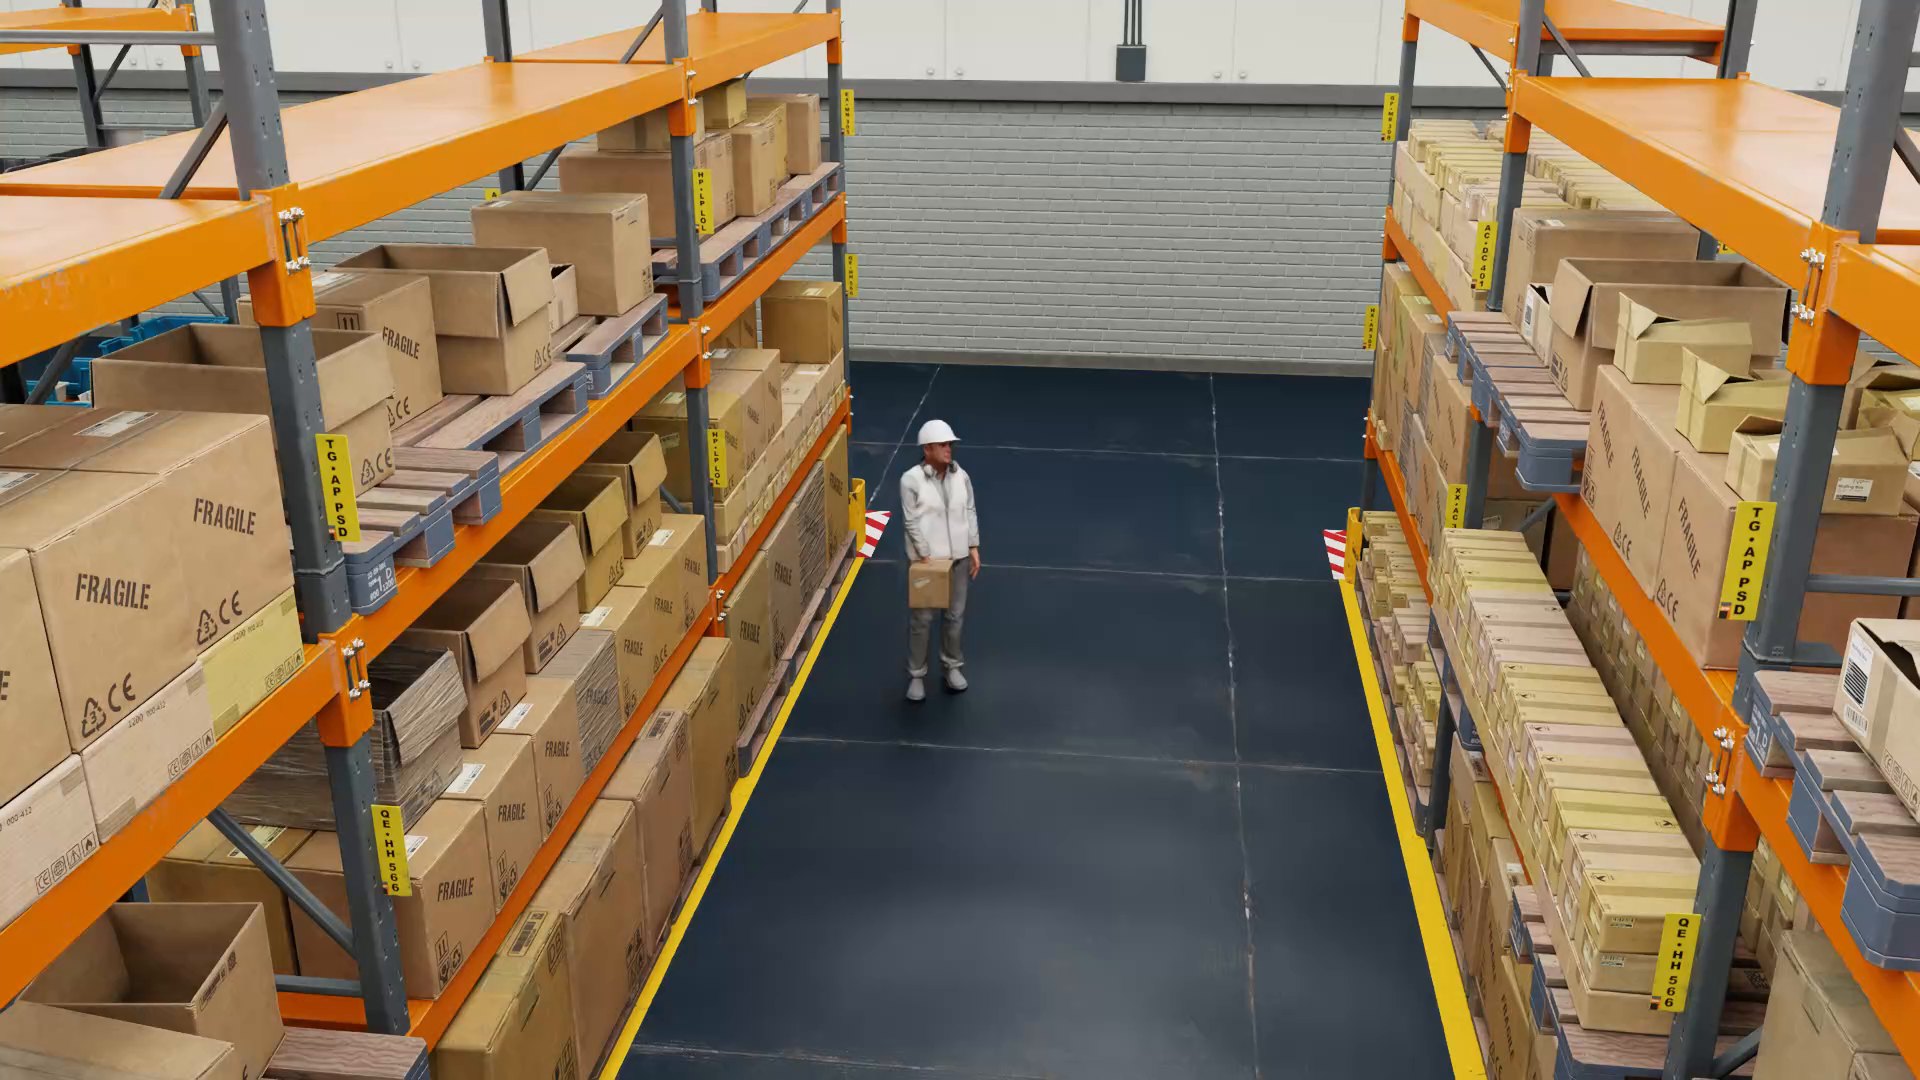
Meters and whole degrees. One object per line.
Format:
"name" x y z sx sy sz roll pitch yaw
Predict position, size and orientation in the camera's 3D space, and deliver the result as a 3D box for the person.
"person" -0.142 0.122 10.704 0.589 1.779 0.486 -12 24 -28
